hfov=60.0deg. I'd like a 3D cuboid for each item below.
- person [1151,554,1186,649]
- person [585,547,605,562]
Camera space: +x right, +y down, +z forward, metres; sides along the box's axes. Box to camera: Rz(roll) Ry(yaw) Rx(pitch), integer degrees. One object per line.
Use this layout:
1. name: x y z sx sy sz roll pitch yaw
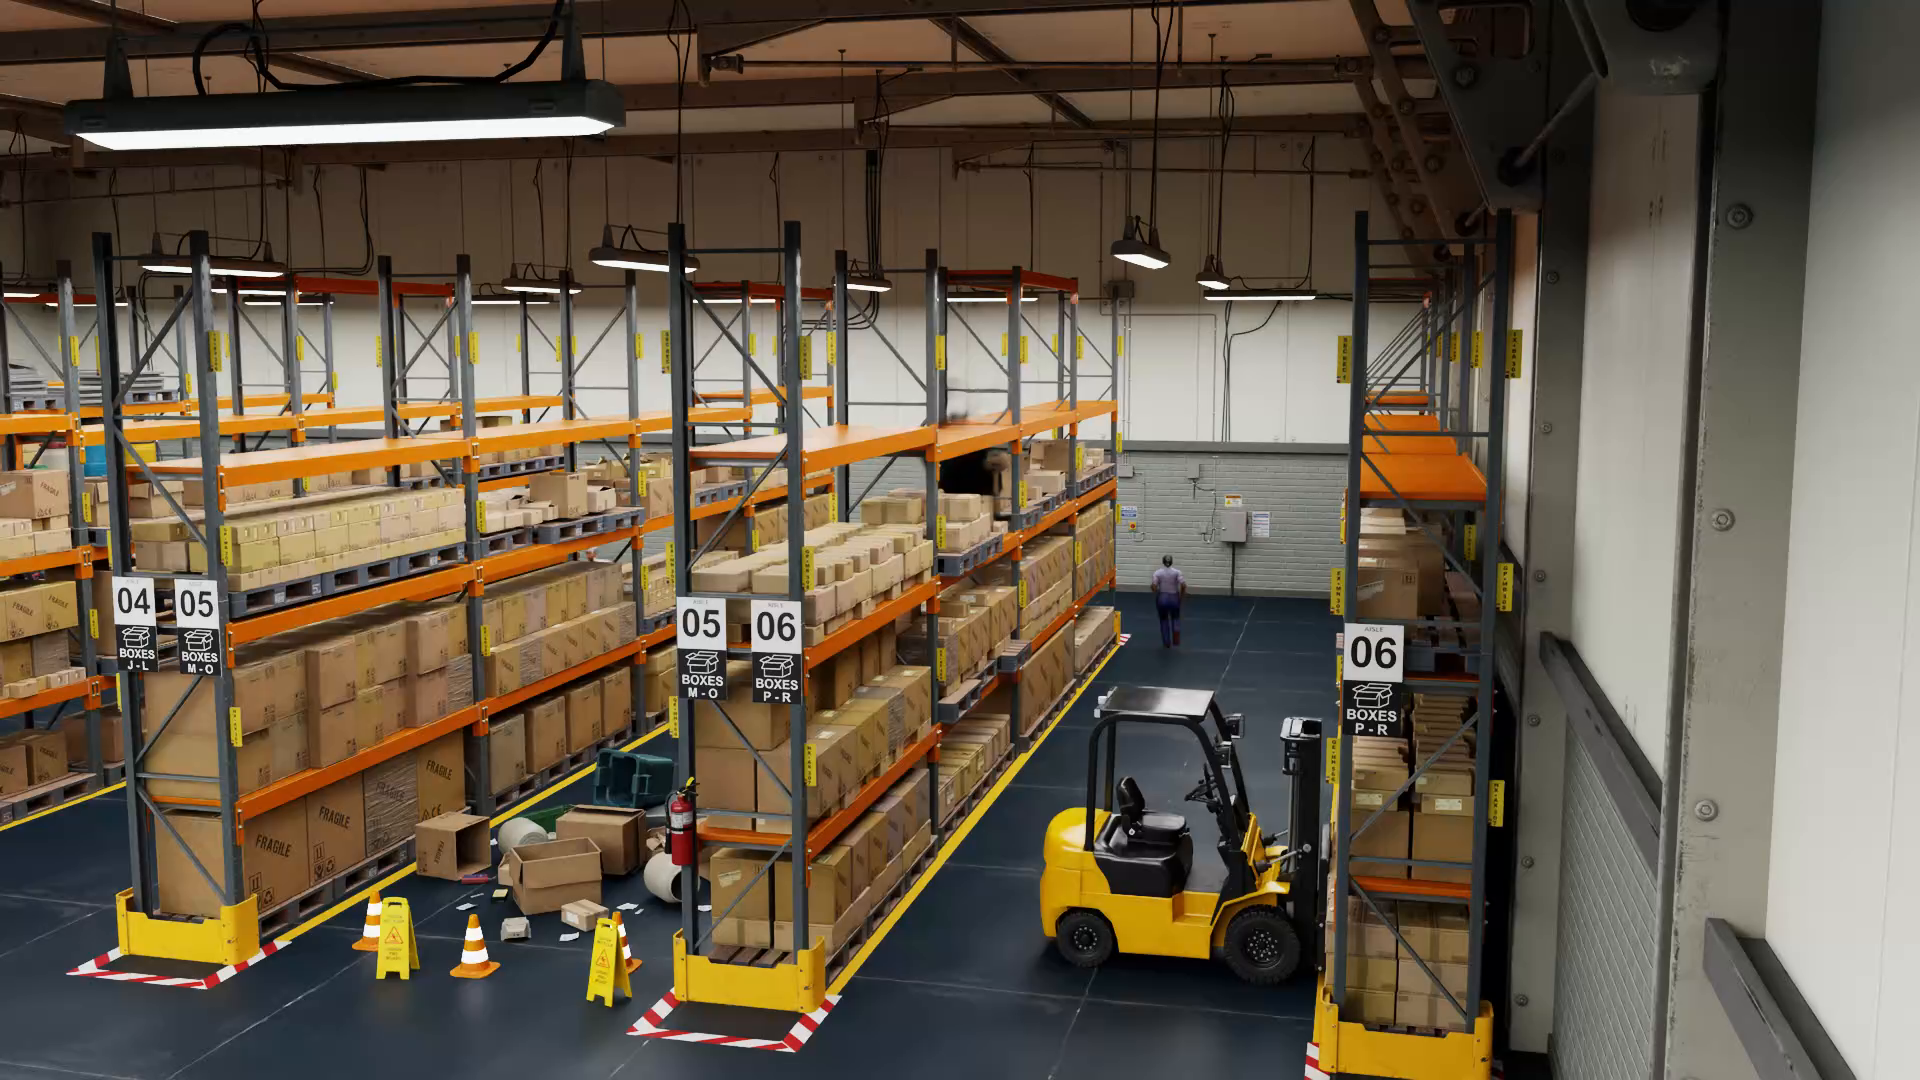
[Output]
1. person: 3.456 1.028 27.585 0.583 1.576 0.527 1 7 7
2. person: -6.250 0.916 28.379 0.611 1.611 0.504 2 7 14
